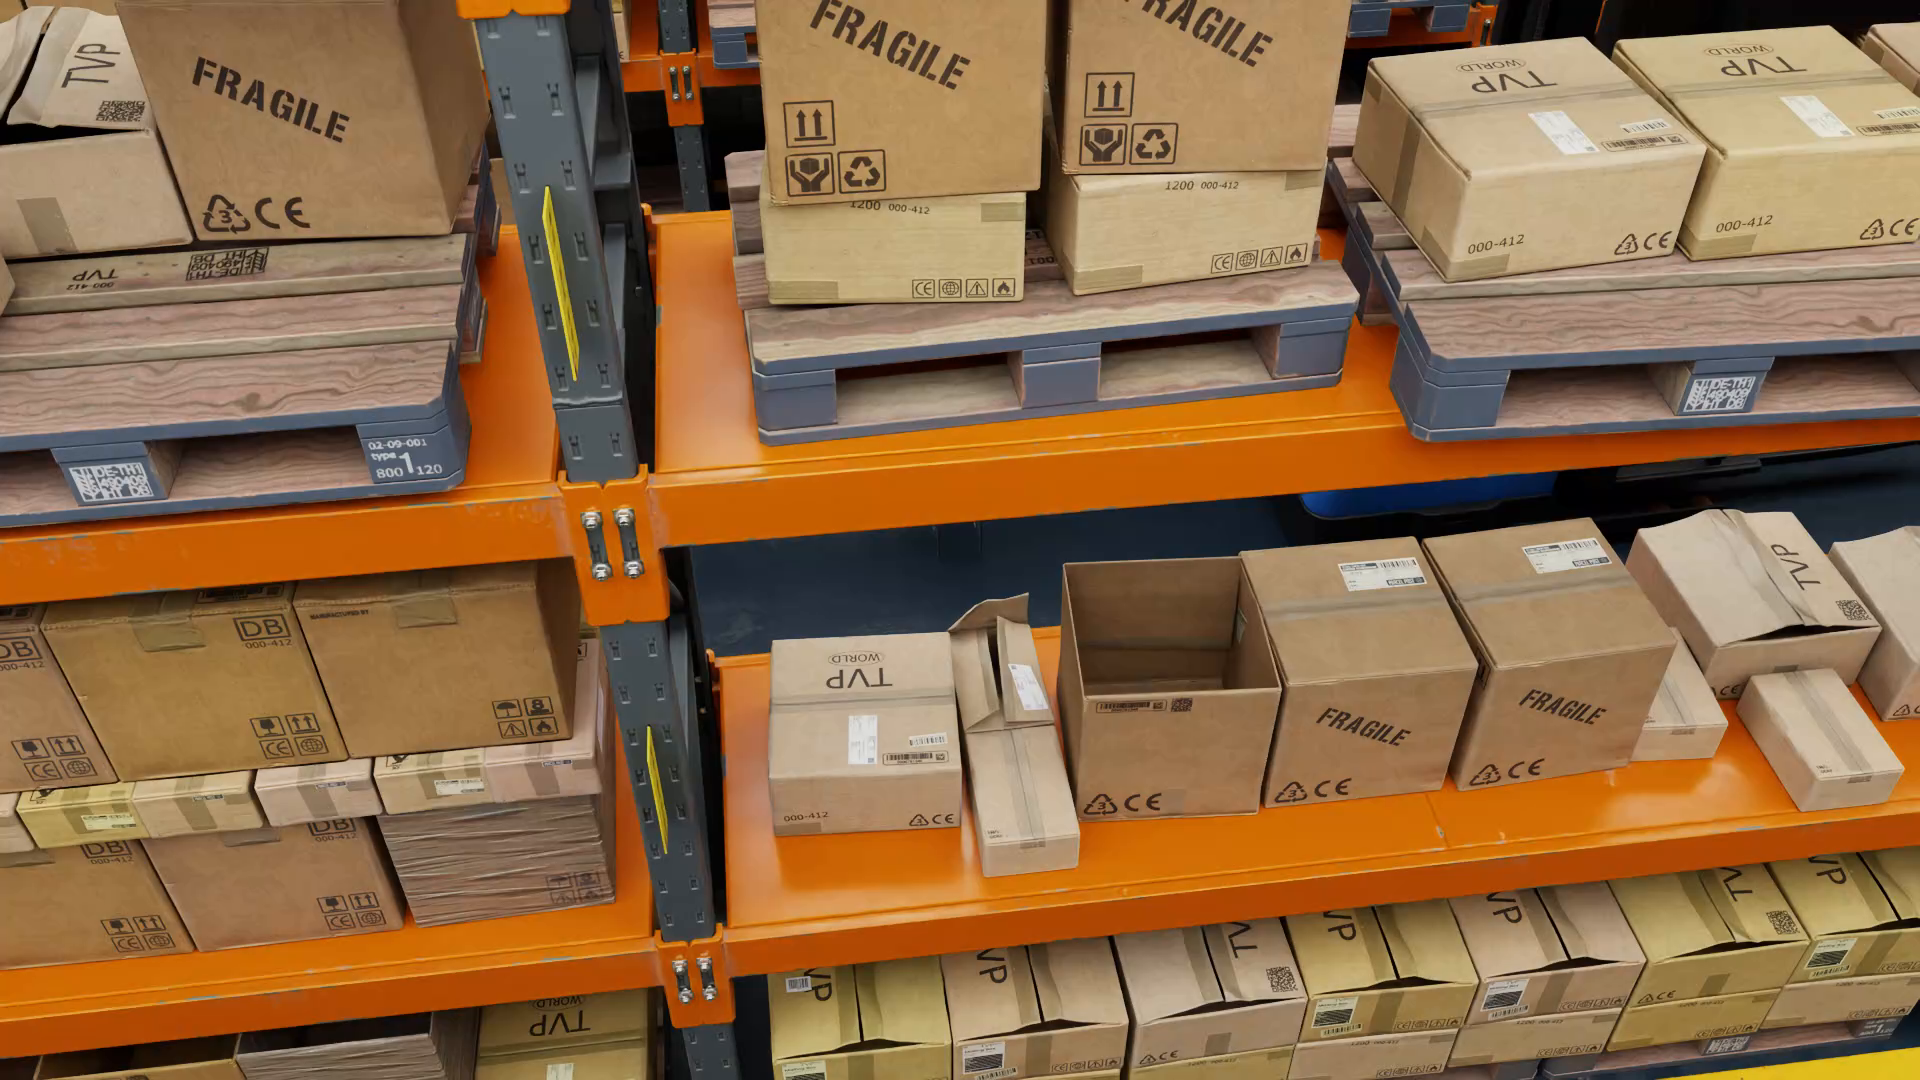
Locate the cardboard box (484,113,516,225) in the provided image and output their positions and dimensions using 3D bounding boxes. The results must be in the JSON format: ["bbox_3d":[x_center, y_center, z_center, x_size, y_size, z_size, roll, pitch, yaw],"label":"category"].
[{"bbox_3d":[-2.414,-1.869,8.620,0.500,0.500,0.500,-8,43,-9],"label":"cardboard box"}]

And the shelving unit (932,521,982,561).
[{"bbox_3d":[-0.014,-0.444,6.847,0.189,1.200,0.258,-5,42,-6],"label":"shelving unit"}]

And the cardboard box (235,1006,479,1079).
[{"bbox_3d":[-1.673,1.347,4.696,0.500,0.500,0.500,-5,42,-6],"label":"cardboard box"}]

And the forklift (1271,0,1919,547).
[{"bbox_3d":[2.857,-1.444,6.662,3.031,2.935,1.130,-6,42,-7],"label":"forklift"}]

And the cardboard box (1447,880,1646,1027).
[{"bbox_3d":[1.719,1.149,5.057,0.500,0.311,0.500,-5,42,-6],"label":"cardboard box"}]

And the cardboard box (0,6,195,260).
[{"bbox_3d":[-1.813,-0.834,3.344,0.500,0.311,0.500,-7,43,-8],"label":"cardboard box"}]

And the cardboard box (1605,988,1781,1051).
[{"bbox_3d":[2.222,1.312,5.295,0.500,0.250,0.500,-5,42,-6],"label":"cardboard box"}]

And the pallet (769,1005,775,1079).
[{"bbox_3d":[-0.018,1.485,5.446,1.213,0.211,1.003,-5,42,-6],"label":"pallet"}]

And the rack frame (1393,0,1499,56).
[{"bbox_3d":[2.576,-3.097,8.444,0.127,3.000,1.000,-5,42,-6],"label":"rack frame"}]

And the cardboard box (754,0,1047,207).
[{"bbox_3d":[-0.127,-0.980,3.096,0.500,0.500,0.500,-5,42,-5],"label":"cardboard box"}]

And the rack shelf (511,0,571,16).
[{"bbox_3d":[1.239,-1.446,2.970,4.000,0.370,1.077,-5,42,-6],"label":"rack shelf"}]

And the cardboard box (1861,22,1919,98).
[{"bbox_3d":[2.262,-0.888,3.553,0.500,0.250,0.500,-4,42,-4],"label":"cardboard box"}]

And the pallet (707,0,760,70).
[{"bbox_3d":[-0.613,-2.649,8.090,1.213,0.211,1.003,-5,42,-6],"label":"pallet"}]

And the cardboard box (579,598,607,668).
[{"bbox_3d":[-1.036,0.156,4.278,0.250,0.149,0.380,-5,42,-6],"label":"cardboard box"}]

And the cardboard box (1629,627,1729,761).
[{"bbox_3d":[1.965,0.434,4.717,0.250,0.149,0.380,-2,42,-2],"label":"cardboard box"}]

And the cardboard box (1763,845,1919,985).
[{"bbox_3d":[2.735,1.058,5.158,0.500,0.311,0.500,-4,42,-4],"label":"cardboard box"}]

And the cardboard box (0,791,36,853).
[{"bbox_3d":[-2.245,0.537,3.857,0.250,0.149,0.380,-4,42,-4],"label":"cardboard box"}]

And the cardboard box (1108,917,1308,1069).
[{"bbox_3d":[0.708,1.240,4.956,0.500,0.311,0.500,-6,42,-7],"label":"cardboard box"}]

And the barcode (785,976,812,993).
[{"bbox_3d":[-0.437,1.202,4.499,0.075,0.075,0.001,-5,42,-6],"label":"barcode"}]

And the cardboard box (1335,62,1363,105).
[{"bbox_3d":[1.869,-2.235,9.027,0.500,0.500,0.700,-4,42,-5],"label":"cardboard box"}]

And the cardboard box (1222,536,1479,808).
[{"bbox_3d":[1.039,0.357,4.540,0.500,0.500,0.500,-5,42,-5],"label":"cardboard box"}]

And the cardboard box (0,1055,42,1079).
[{"bbox_3d":[-2.662,1.446,4.587,0.500,0.500,0.500,-5,42,-6],"label":"cardboard box"}]

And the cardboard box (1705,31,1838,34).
[{"bbox_3d":[4.192,-2.504,9.078,0.750,0.750,0.750,-5,42,-6],"label":"cardboard box"}]

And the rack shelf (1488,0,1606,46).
[{"bbox_3d":[4.559,-3.004,8.878,4.000,0.370,1.077,-5,42,-6],"label":"rack shelf"}]

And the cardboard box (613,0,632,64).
[{"bbox_3d":[-1.820,-2.459,7.834,0.500,0.250,0.500,-5,42,-5],"label":"cardboard box"}]

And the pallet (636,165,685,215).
[{"bbox_3d":[-2.051,-1.633,8.903,1.213,0.211,1.003,-5,42,-6],"label":"pallet"}]

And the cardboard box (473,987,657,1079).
[{"bbox_3d":[-1.175,1.590,4.987,0.500,0.250,0.500,-5,42,-6],"label":"cardboard box"}]

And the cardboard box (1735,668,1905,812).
[{"bbox_3d":[2.366,0.547,4.592,0.250,0.149,0.380,-5,42,-6],"label":"cardboard box"}]

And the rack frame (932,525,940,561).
[{"bbox_3d":[-0.105,-0.436,6.838,0.006,1.200,0.240,-5,42,-6],"label":"rack frame"}]

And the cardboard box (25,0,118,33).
[{"bbox_3d":[-3.839,-2.552,7.377,0.500,0.500,0.500,-6,42,-7],"label":"cardboard box"}]

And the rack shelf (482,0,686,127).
[{"bbox_3d":[-3.373,-2.309,8.108,4.000,0.370,1.077,-5,42,-6],"label":"rack shelf"}]

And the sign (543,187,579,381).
[{"bbox_3d":[-0.670,-0.427,2.799,0.005,0.325,0.100,-5,42,-6],"label":"sign"}]

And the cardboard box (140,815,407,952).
[{"bbox_3d":[-1.705,0.595,4.276,0.500,0.500,0.700,-5,42,-6],"label":"cardboard box"}]

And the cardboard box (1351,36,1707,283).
[{"bbox_3d":[1.160,-0.800,3.456,0.500,0.250,0.500,-8,43,-9],"label":"cardboard box"}]

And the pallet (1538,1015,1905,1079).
[{"bbox_3d":[2.401,1.273,5.681,1.213,0.211,1.003,-5,42,-6],"label":"pallet"}]

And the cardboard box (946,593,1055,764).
[{"bbox_3d":[0.104,0.391,4.677,0.258,0.266,0.396,-6,42,-7],"label":"cardboard box"}]

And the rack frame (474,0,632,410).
[{"bbox_3d":[-0.744,-1.688,2.403,0.127,3.000,1.000,-5,42,-6],"label":"rack frame"}]

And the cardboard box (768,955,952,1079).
[{"bbox_3d":[-0.302,1.326,4.861,0.500,0.311,0.500,-5,42,-5],"label":"cardboard box"}]

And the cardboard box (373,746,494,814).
[{"bbox_3d":[-1.231,0.448,3.955,0.250,0.149,0.380,-6,42,-6],"label":"cardboard box"}]

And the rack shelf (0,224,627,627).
[{"bbox_3d":[-2.727,-0.134,3.456,4.000,0.370,1.077,-5,42,-6],"label":"rack shelf"}]

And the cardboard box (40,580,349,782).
[{"bbox_3d":[-1.684,0.108,3.847,0.500,0.500,0.700,-5,42,-6],"label":"cardboard box"}]

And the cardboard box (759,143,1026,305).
[{"bbox_3d":[-0.132,-0.722,3.370,0.500,0.250,0.500,-1,42,-1],"label":"cardboard box"}]

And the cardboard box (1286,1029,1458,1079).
[{"bbox_3d":[1.213,1.400,5.197,0.500,0.250,0.500,-4,42,-5],"label":"cardboard box"}]

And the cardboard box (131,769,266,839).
[{"bbox_3d":[-1.751,0.495,3.902,0.250,0.149,0.380,-5,42,-6],"label":"cardboard box"}]

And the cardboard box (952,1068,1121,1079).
[{"bbox_3d":[0.195,1.491,5.097,0.500,0.250,0.500,-4,42,-4],"label":"cardboard box"}]

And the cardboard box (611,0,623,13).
[{"bbox_3d":[-1.819,-2.734,7.578,0.500,0.500,0.500,-5,42,-6],"label":"cardboard box"}]

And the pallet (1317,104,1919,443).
[{"bbox_3d":[1.452,-0.634,3.615,1.213,0.211,1.003,-3,42,-4],"label":"pallet"}]

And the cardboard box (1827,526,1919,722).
[{"bbox_3d":[2.856,0.228,4.824,0.500,0.311,0.500,-3,42,-3],"label":"cardboard box"}]
